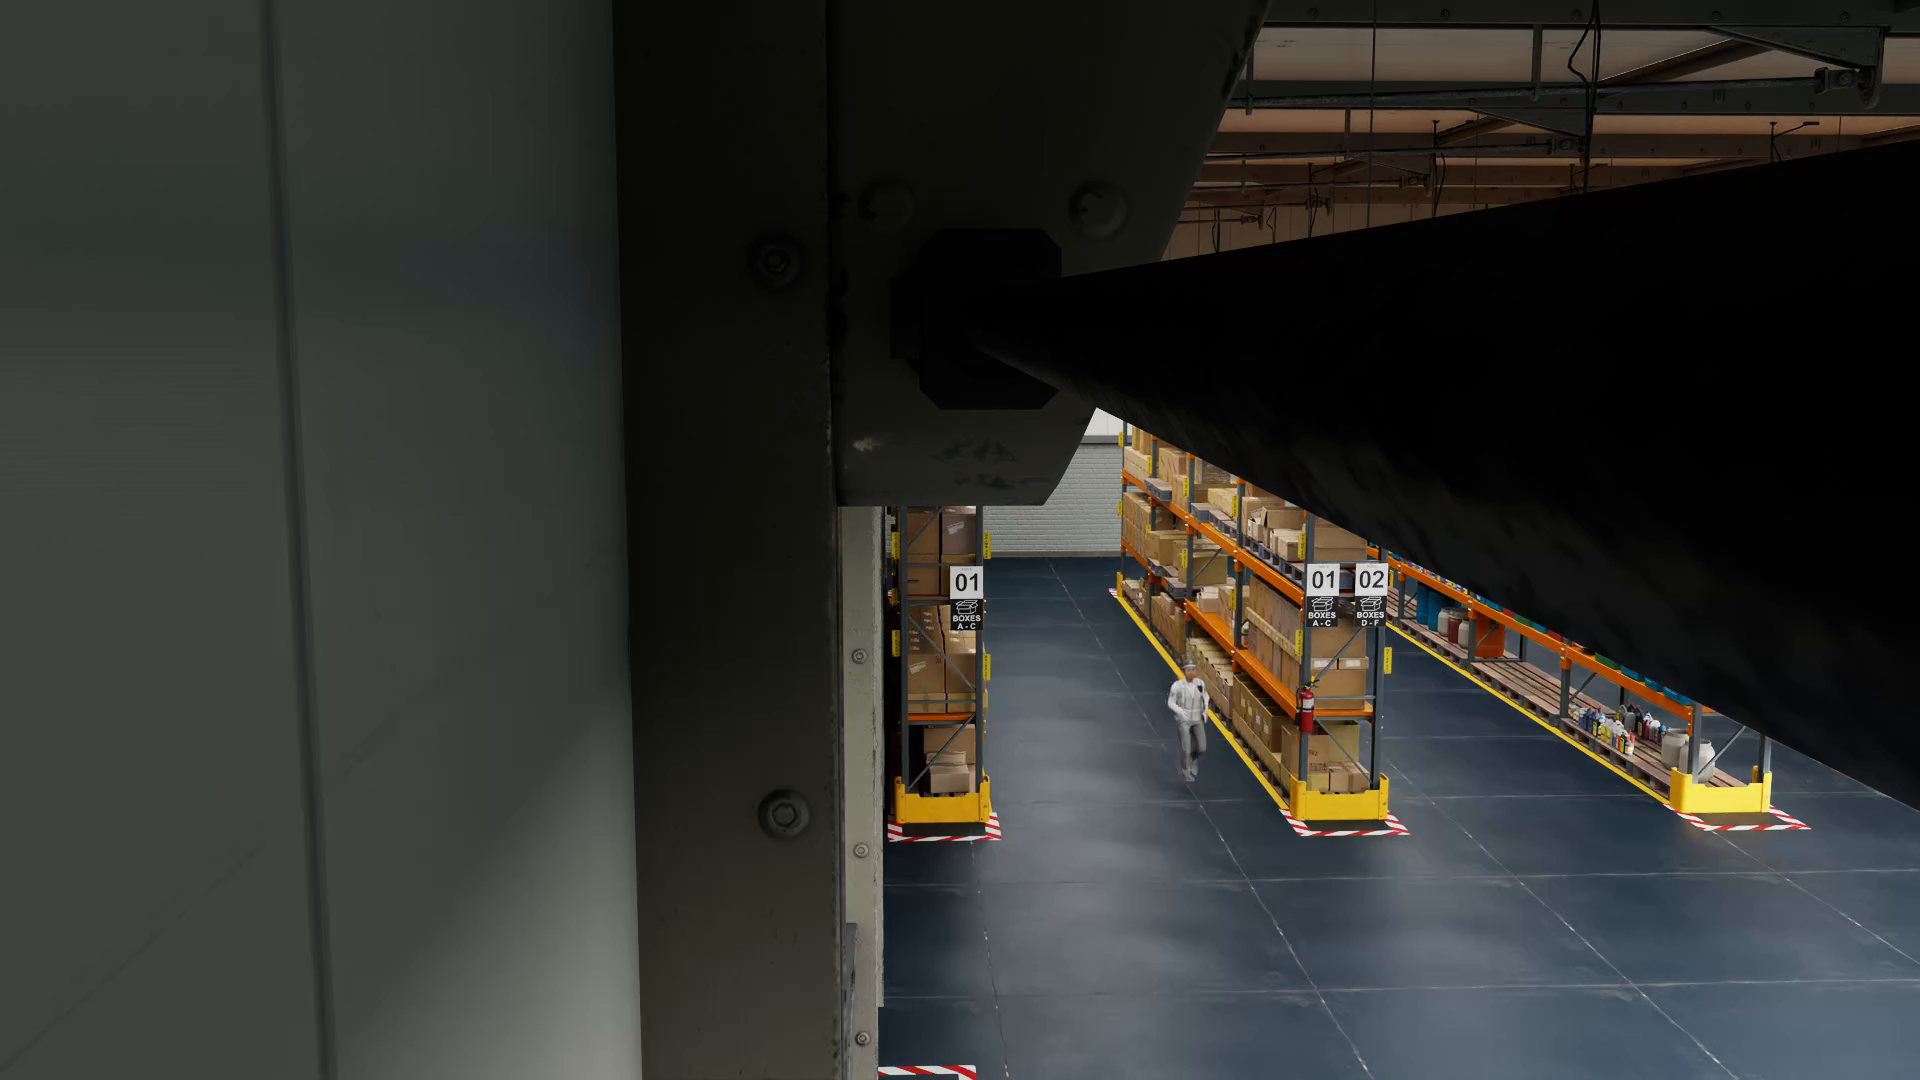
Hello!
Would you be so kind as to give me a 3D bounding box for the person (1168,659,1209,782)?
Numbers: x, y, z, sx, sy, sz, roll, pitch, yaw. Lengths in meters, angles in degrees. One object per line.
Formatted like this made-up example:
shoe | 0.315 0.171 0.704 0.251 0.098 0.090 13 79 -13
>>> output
person | 3.016 2.361 21.673 0.589 1.653 0.528 -1 8 -9
